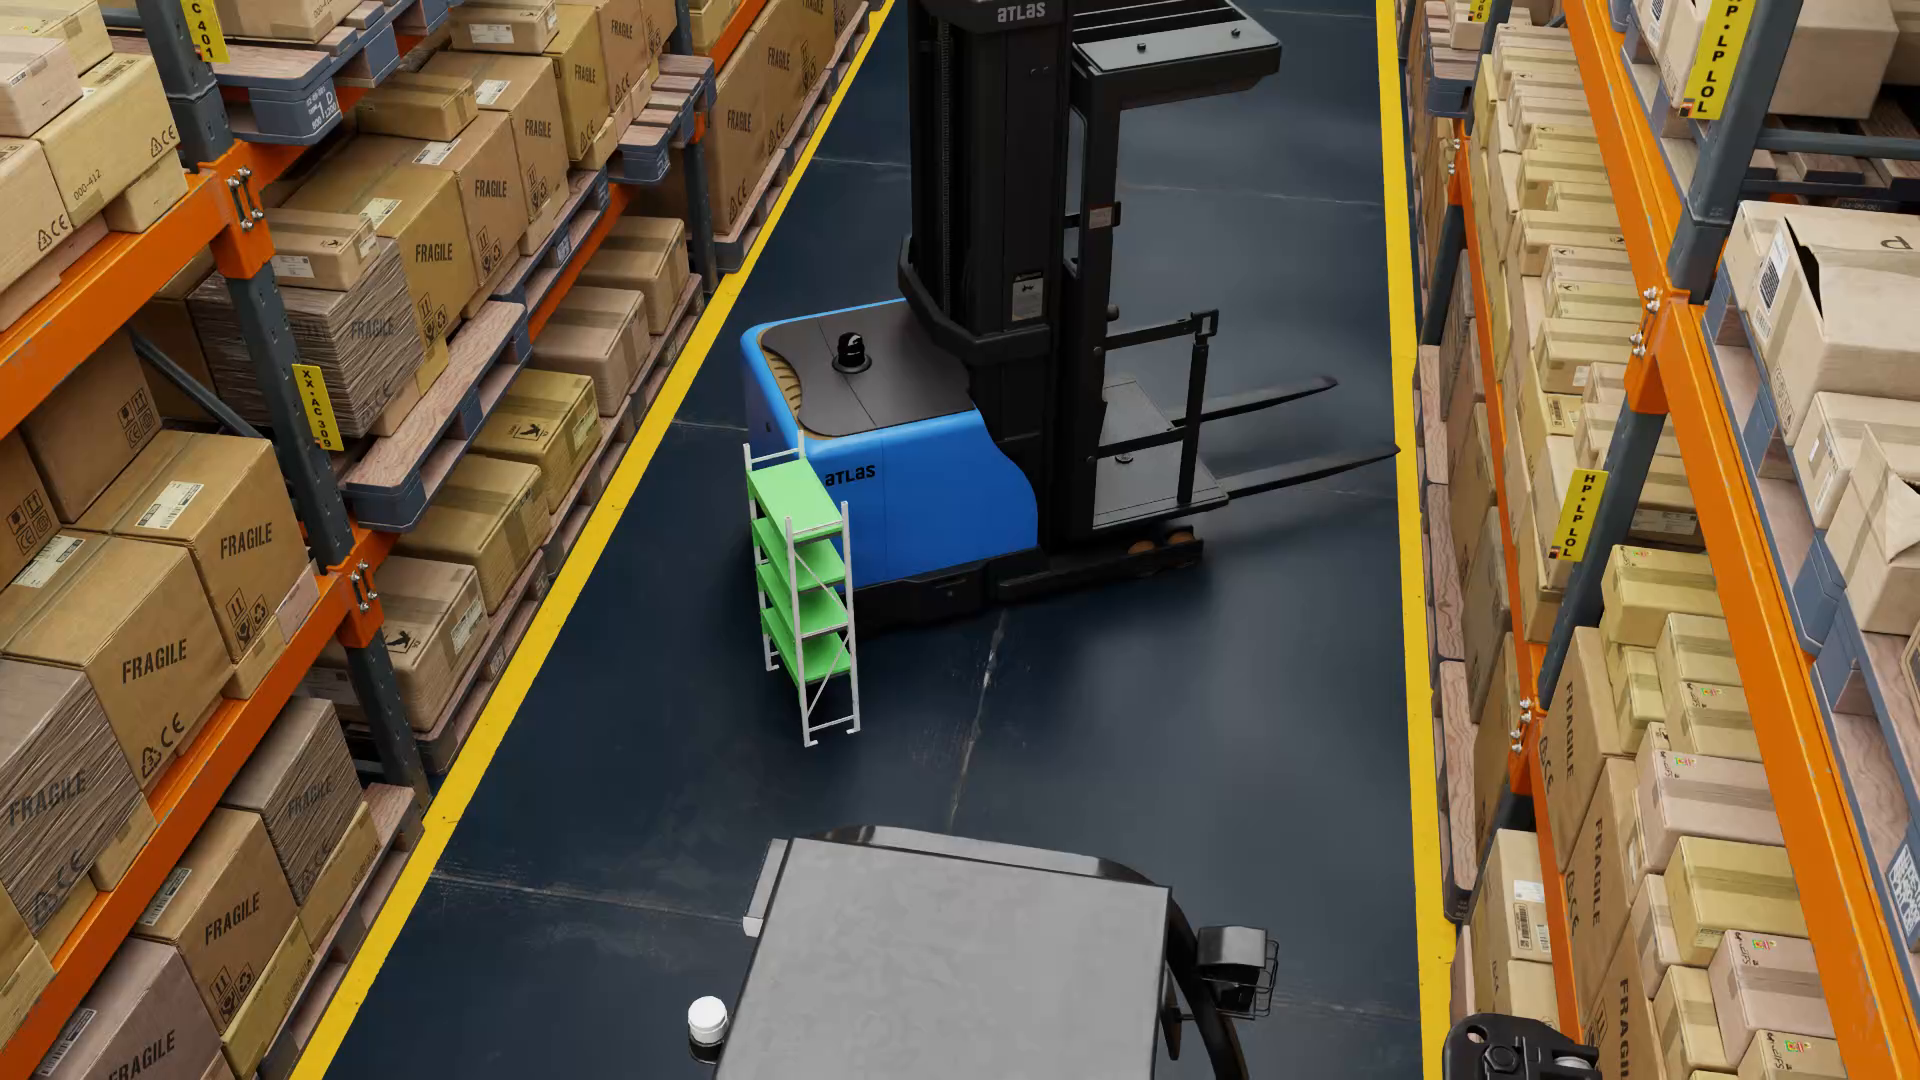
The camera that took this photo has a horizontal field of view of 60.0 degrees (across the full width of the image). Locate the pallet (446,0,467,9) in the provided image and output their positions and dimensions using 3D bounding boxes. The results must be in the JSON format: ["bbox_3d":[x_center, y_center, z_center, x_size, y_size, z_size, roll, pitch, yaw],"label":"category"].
[{"bbox_3d":[-2.205,-2.254,6.012,1.213,0.211,1.003,6,40,8],"label":"pallet"}]

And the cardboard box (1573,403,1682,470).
[{"bbox_3d":[2.163,-0.290,5.256,0.380,0.149,0.250,6,40,7],"label":"cardboard box"}]

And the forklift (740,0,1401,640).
[{"bbox_3d":[0.593,-1.265,7.077,3.031,2.935,1.130,-13,41,-15],"label":"forklift"}]

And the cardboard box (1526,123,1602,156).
[{"bbox_3d":[2.532,-1.571,6.806,0.380,0.149,0.250,7,40,8],"label":"cardboard box"}]

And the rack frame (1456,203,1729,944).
[{"bbox_3d":[2.296,0.402,5.007,1.000,3.000,0.127,6,40,8],"label":"rack frame"}]

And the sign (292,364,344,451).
[{"bbox_3d":[-2.058,-0.422,5.324,0.100,0.325,0.005,6,40,8],"label":"sign"}]

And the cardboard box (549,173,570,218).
[{"bbox_3d":[-1.916,-1.506,7.182,0.380,0.149,0.250,5,40,6],"label":"cardboard box"}]

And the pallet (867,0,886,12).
[{"bbox_3d":[-1.000,-4.558,13.194,1.003,0.211,1.213,6,40,8],"label":"pallet"}]

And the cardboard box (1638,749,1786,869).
[{"bbox_3d":[1.811,0.651,3.884,0.380,0.149,0.250,7,40,9],"label":"cardboard box"}]

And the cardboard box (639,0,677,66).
[{"bbox_3d":[-1.706,-2.653,8.060,0.500,0.500,0.500,5,40,6],"label":"cardboard box"}]

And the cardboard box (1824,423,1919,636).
[{"bbox_3d":[1.740,-0.005,2.842,0.396,0.266,0.258,6,40,7],"label":"cardboard box"}]

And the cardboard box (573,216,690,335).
[{"bbox_3d":[-2.009,-1.449,8.978,0.950,0.372,0.625,4,40,5],"label":"cardboard box"}]

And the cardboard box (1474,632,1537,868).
[{"bbox_3d":[2.375,0.826,6.027,0.875,0.625,0.625,8,40,10],"label":"cardboard box"}]

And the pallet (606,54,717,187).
[{"bbox_3d":[-1.920,-2.121,8.208,1.213,0.211,1.003,6,40,8],"label":"pallet"}]

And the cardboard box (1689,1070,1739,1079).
[{"bbox_3d":[1.695,1.252,3.390,0.380,0.149,0.250,6,40,7],"label":"cardboard box"}]

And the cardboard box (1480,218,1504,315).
[{"bbox_3d":[2.497,-1.160,7.014,0.500,0.250,0.500,5,40,6],"label":"cardboard box"}]

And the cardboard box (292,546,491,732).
[{"bbox_3d":[-2.505,0.378,6.768,0.950,0.372,0.625,7,40,8],"label":"cardboard box"}]

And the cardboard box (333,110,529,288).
[{"bbox_3d":[-2.045,-1.344,6.477,0.500,0.500,0.500,6,40,7],"label":"cardboard box"}]

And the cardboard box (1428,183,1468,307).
[{"bbox_3d":[2.850,-1.596,9.055,0.500,0.500,0.500,7,40,9],"label":"cardboard box"}]

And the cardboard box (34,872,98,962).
[{"bbox_3d":[-2.595,0.984,4.500,0.380,0.149,0.250,6,40,7],"label":"cardboard box"}]

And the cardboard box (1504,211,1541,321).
[{"bbox_3d":[2.411,-1.028,6.461,0.500,0.250,0.500,7,40,8],"label":"cardboard box"}]

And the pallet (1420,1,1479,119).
[{"bbox_3d":[3.036,-2.468,8.628,1.213,0.211,1.003,6,40,8],"label":"pallet"}]

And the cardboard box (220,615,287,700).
[{"bbox_3d":[-2.385,0.346,5.271,0.380,0.149,0.250,7,40,9],"label":"cardboard box"}]

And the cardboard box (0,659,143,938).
[{"bbox_3d":[-2.593,0.660,4.383,0.500,0.500,0.500,7,40,9],"label":"cardboard box"}]

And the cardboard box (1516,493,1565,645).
[{"bbox_3d":[2.126,0.114,5.472,0.500,0.250,0.500,7,40,9],"label":"cardboard box"}]

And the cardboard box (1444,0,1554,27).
[{"bbox_3d":[2.852,-2.910,8.801,0.500,0.250,0.500,5,40,6],"label":"cardboard box"}]

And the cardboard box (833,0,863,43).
[{"bbox_3d":[-1.238,-4.109,11.801,0.875,0.875,0.875,8,40,9],"label":"cardboard box"}]

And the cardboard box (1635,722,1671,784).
[{"bbox_3d":[1.921,0.614,4.163,0.380,0.149,0.250,6,40,8],"label":"cardboard box"}]

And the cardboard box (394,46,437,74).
[{"bbox_3d":[-2.470,-1.737,6.952,0.500,0.500,0.500,5,40,6],"label":"cardboard box"}]

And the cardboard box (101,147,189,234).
[{"bbox_3d":[-2.347,-0.971,4.510,0.380,0.149,0.250,7,40,8],"label":"cardboard box"}]

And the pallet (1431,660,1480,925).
[{"bbox_3d":[2.385,1.010,6.460,1.003,0.211,1.213,6,40,8],"label":"pallet"}]

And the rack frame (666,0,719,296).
[{"bbox_3d":[-1.901,-2.654,8.702,1.000,3.000,0.127,6,40,8],"label":"rack frame"}]

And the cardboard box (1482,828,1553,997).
[{"bbox_3d":[1.903,1.183,5.105,0.500,0.250,0.500,6,40,7],"label":"cardboard box"}]

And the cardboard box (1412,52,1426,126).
[{"bbox_3d":[3.202,-2.891,10.621,0.500,0.500,0.500,5,40,6],"label":"cardboard box"}]

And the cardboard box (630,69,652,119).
[{"bbox_3d":[-1.701,-2.148,7.958,0.380,0.149,0.250,6,40,7],"label":"cardboard box"}]

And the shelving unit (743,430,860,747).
[{"bbox_3d":[-0.625,0.211,6.650,0.258,1.200,0.503,-16,42,-18],"label":"shelving unit"}]

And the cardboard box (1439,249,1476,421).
[{"bbox_3d":[2.867,-0.965,8.194,0.875,0.625,0.625,8,40,9],"label":"cardboard box"}]

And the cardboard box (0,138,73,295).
[{"bbox_3d":[-2.491,-0.732,3.909,0.500,0.250,0.500,6,40,7],"label":"cardboard box"}]

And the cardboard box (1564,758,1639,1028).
[{"bbox_3d":[1.888,0.942,4.275,0.500,0.500,0.500,7,40,8],"label":"cardboard box"}]

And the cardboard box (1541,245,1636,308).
[{"bbox_3d":[2.328,-0.931,6.031,0.380,0.149,0.250,7,40,8],"label":"cardboard box"}]

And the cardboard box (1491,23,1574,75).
[{"bbox_3d":[2.643,-2.230,7.602,0.380,0.149,0.250,8,40,9],"label":"cardboard box"}]

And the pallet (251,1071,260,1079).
[{"bbox_3d":[-2.884,2.125,5.111,1.003,0.211,1.213,6,40,8],"label":"pallet"}]

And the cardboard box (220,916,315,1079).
[{"bbox_3d":[-2.513,1.491,5.518,0.500,0.250,0.500,5,40,6],"label":"cardboard box"}]

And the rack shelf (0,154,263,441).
[{"bbox_3d":[-2.940,0.233,3.421,1.077,0.370,4.000,6,40,8],"label":"rack shelf"}]

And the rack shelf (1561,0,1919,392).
[{"bbox_3d":[2.642,-1.732,5.798,1.077,0.370,4.000,6,40,8],"label":"rack shelf"}]

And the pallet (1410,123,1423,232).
[{"bbox_3d":[3.368,-2.262,10.417,1.003,0.211,1.213,6,40,8],"label":"pallet"}]

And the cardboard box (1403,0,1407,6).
[{"bbox_3d":[3.488,-4.064,12.316,0.380,0.149,0.250,5,40,6],"label":"cardboard box"}]

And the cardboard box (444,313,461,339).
[{"bbox_3d":[-2.161,-0.862,6.403,0.380,0.149,0.250,9,40,11],"label":"cardboard box"}]

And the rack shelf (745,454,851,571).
[{"bbox_3d":[-0.625,-0.110,6.385,0.258,0.148,0.480,-16,42,-18],"label":"rack shelf"}]

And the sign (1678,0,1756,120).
[{"bbox_3d":[1.760,-1.129,3.851,0.100,0.325,0.005,6,40,8],"label":"sign"}]

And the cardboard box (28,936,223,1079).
[{"bbox_3d":[-2.605,1.506,4.911,0.500,0.500,0.500,8,40,10],"label":"cardboard box"}]

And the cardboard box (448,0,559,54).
[{"bbox_3d":[-1.907,-2.161,6.956,0.380,0.149,0.250,5,40,6],"label":"cardboard box"}]
